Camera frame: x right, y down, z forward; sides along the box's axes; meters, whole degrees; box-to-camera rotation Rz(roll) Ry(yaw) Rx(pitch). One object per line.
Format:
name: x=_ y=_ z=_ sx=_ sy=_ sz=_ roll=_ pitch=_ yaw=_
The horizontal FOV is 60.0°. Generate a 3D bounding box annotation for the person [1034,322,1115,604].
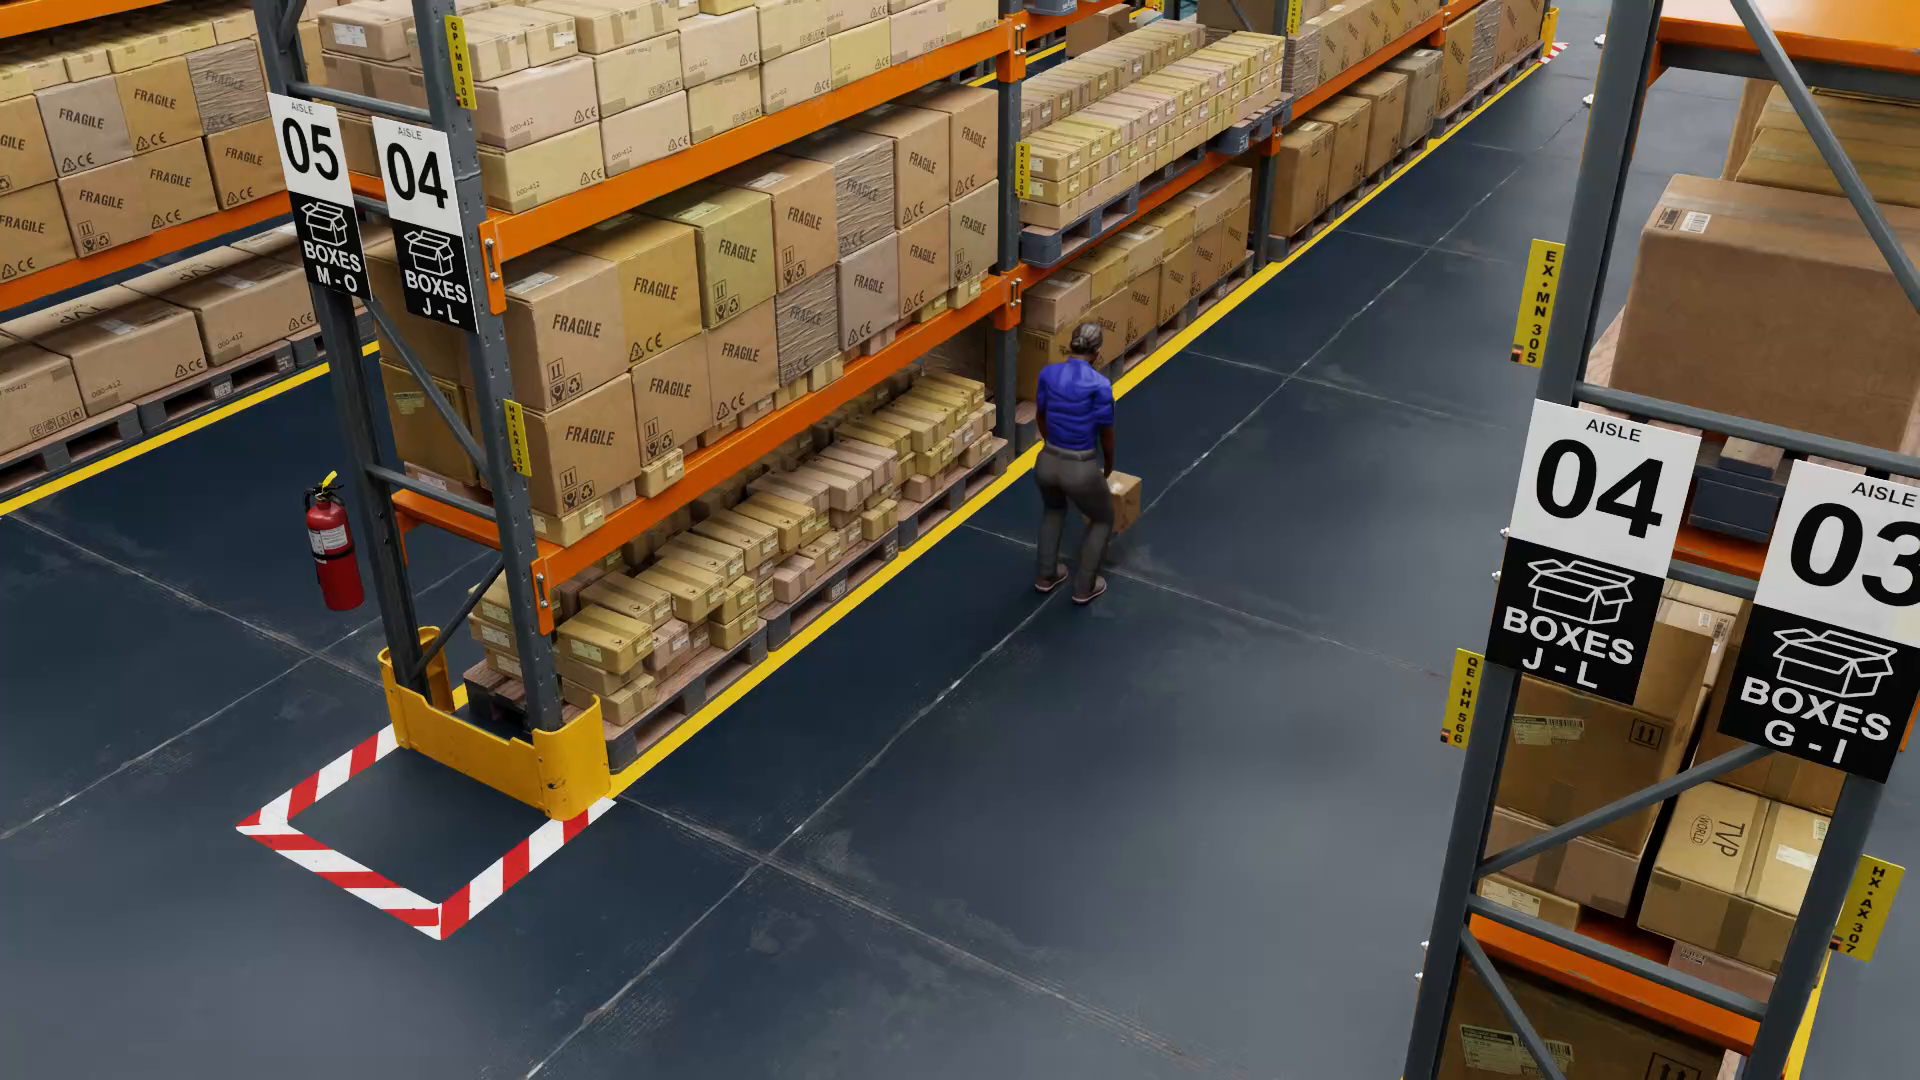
person: x=0.599 y=-0.406 z=8.996 sx=0.476 sy=1.544 sz=0.471 roll=18 pitch=35 yaw=28
